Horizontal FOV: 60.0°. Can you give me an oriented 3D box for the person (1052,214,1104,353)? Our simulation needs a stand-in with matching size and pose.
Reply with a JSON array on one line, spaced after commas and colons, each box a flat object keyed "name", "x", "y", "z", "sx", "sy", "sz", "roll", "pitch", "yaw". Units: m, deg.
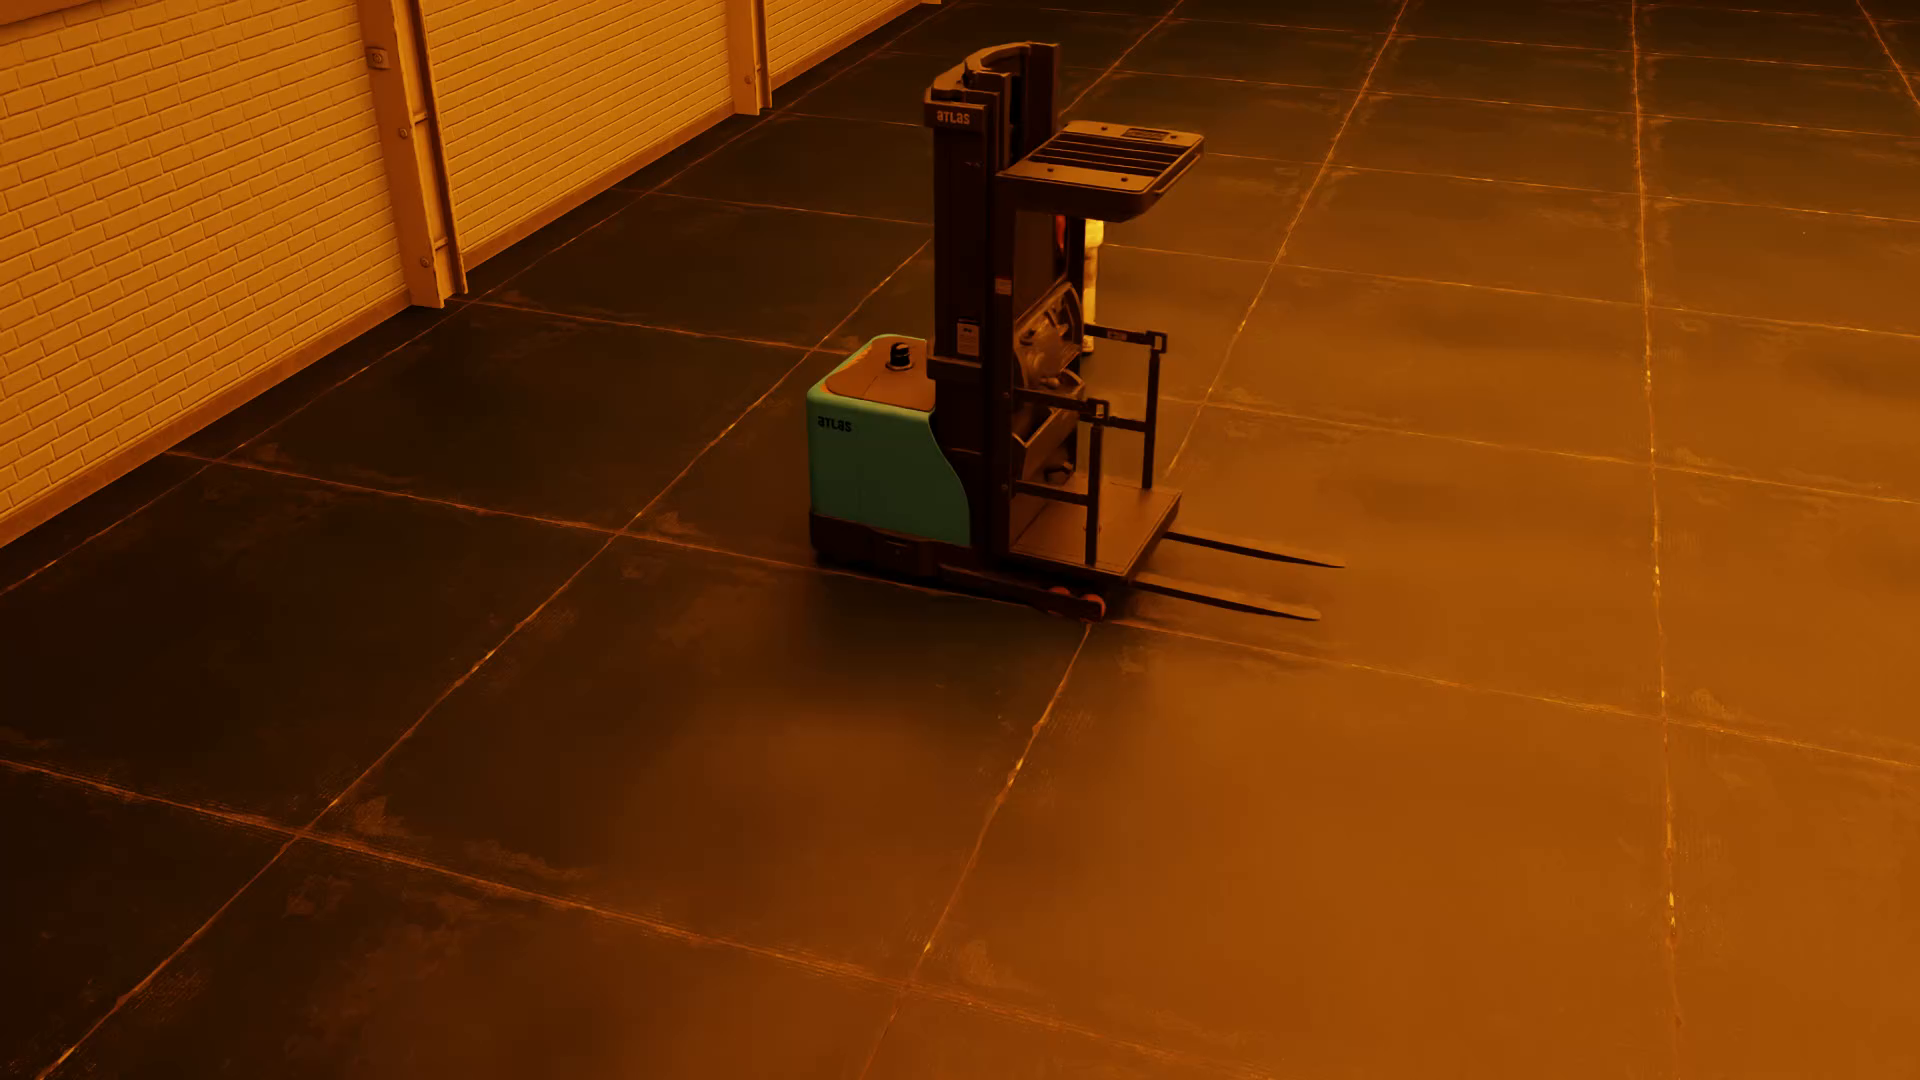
[{"name": "person", "x": 0.869, "y": -2.268, "z": 12.405, "sx": 0.582, "sy": 1.704, "sz": 0.987, "roll": -7, "pitch": 30, "yaw": -12}]

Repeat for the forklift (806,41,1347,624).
[{"name": "forklift", "x": 0.674, "y": -1.105, "z": 9.075, "sx": 3.031, "sy": 2.935, "sz": 1.130, "roll": 12, "pitch": 32, "yaw": 21}]
